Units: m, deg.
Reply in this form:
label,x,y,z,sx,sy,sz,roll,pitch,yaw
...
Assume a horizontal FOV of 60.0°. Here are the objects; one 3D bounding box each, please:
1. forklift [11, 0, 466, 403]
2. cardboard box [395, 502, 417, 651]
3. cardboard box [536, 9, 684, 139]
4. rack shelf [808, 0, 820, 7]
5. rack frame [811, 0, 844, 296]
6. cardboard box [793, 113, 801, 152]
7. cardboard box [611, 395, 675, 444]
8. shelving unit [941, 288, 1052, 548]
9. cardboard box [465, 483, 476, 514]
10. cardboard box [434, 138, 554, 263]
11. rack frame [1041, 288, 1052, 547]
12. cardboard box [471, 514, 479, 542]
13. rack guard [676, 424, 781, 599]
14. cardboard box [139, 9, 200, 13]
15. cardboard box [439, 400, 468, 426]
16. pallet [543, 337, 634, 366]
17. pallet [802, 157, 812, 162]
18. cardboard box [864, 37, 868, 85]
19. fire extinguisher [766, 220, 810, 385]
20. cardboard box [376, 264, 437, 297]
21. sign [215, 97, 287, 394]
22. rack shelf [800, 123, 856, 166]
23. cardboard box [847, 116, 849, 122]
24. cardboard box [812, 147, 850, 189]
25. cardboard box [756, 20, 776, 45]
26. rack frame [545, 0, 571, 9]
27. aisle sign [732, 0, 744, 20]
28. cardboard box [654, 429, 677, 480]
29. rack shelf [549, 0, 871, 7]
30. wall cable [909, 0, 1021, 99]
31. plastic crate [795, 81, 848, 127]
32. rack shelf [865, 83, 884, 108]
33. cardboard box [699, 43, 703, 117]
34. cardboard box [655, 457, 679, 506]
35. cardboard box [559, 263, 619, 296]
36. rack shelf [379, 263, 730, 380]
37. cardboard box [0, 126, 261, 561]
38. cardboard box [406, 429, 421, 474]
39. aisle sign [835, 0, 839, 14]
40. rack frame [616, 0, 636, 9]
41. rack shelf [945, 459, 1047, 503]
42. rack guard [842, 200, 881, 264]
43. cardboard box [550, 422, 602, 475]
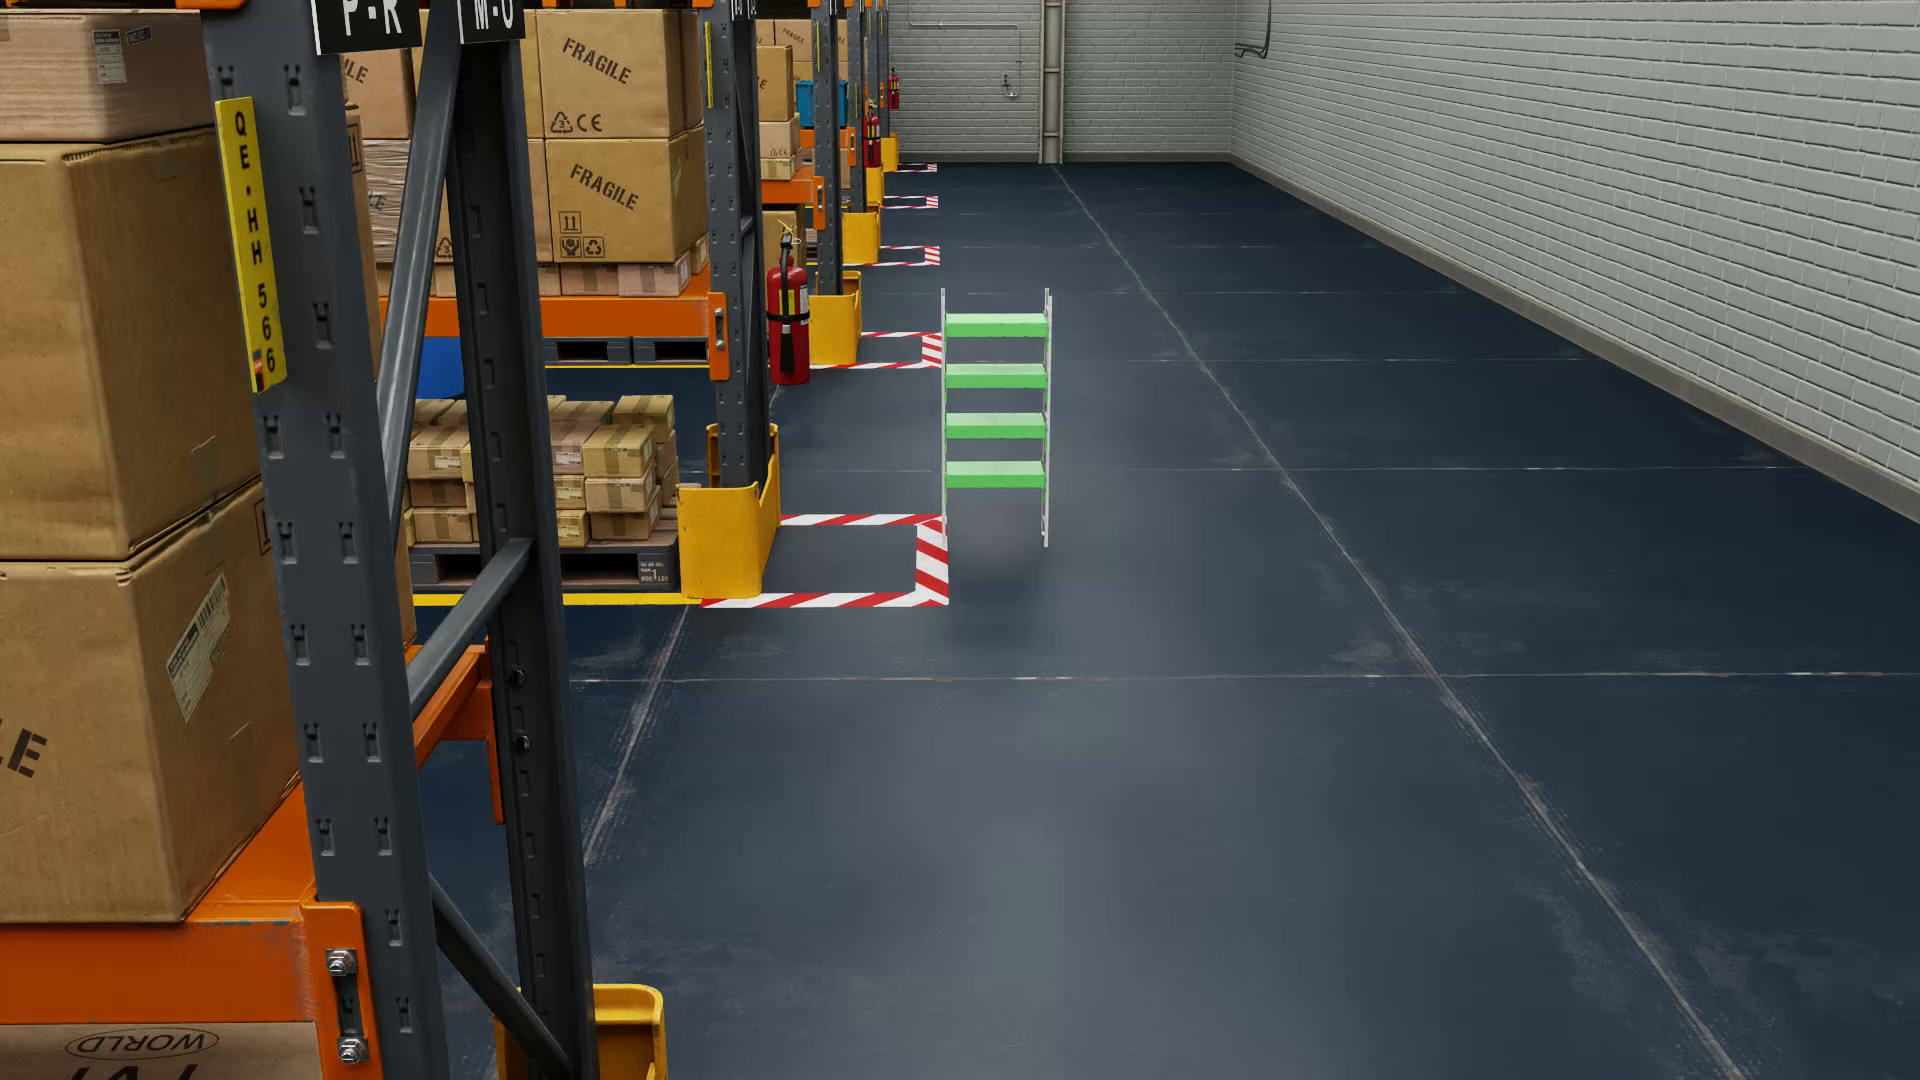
label,x,y,z,sx,sy,sz,roll,pitch,yaw
forklift,-3.777,-1.620,8.300,1.130,2.935,3.031,5,19,17
cardboard box,-1.287,0.029,2.884,0.500,0.500,0.500,0,18,-1
cardboard box,-1.435,-1.937,6.887,0.500,0.500,0.500,-1,18,-2
rack shelf,-2.959,-3.941,11.690,4.000,0.370,1.077,0,18,-1
rack frame,-0.959,-2.865,12.068,0.127,3.000,1.000,0,18,-1
cardboard box,-1.443,-3.015,12.295,0.500,0.250,0.500,-1,18,-2
cardboard box,-1.511,-0.577,7.940,0.250,0.149,0.380,-1,18,-3
shelving unit,0.166,-0.572,7.867,0.503,1.200,0.258,0,18,-1
cardboard box,-2.025,-0.241,7.381,0.250,0.149,0.380,-1,18,-3
cardboard box,-1.942,-1.457,7.029,0.500,0.500,0.500,-1,18,-2
rack frame,0.410,-0.573,7.870,0.015,1.200,0.240,0,18,-1
cardboard box,-2.026,-0.119,7.487,0.250,0.149,0.380,0,18,-1
rack guard,-1.058,-0.159,7.725,0.348,0.500,1.175,0,18,-1
cardboard box,-2.991,-1.926,6.852,0.500,0.500,0.500,-1,18,-3
cardboard box,-2.285,-0.550,7.857,0.250,0.149,0.380,-1,18,-4
pallet,-2.974,-1.504,12.392,1.213,0.211,1.003,0,18,-1
pallet,-1.992,-6.048,26.556,1.213,0.211,1.003,0,18,-1
cardboard box,-1.703,-7.541,26.153,0.700,0.700,0.980,1,18,2
fire extinguisher,-0.723,-0.996,6.977,0.183,0.674,0.296,0,18,-1
cardboard box,-2.322,-1.146,7.121,0.250,0.149,0.380,-1,18,-3
sign,-0.808,-0.337,1.903,0.005,0.325,0.100,0,18,-1
rack shelf,-3.037,-4.026,16.864,4.000,0.370,1.077,0,18,-1
cardboard box,-1.770,-6.750,26.521,0.250,0.149,0.380,0,18,0
cardboard box,-1.651,-4.832,21.572,0.500,0.500,0.500,0,18,-1
cardboard box,-2.576,-6.322,21.043,0.500,0.500,0.500,0,18,1
rack frame,-5.111,-5.871,21.440,0.127,3.000,1.000,0,18,-1
aisle sign,-0.904,-2.496,6.663,0.004,0.787,0.394,0,18,-1
cardboard box,-1.510,-0.410,7.907,0.250,0.149,0.380,0,18,1
rack shelf,-3.111,-6.967,21.121,4.000,0.370,1.077,0,18,-1
wall cable,0.072,-8.182,26.981,1.851,1.984,0.084,0,18,-1
plastic crate,-1.369,-4.364,16.586,0.499,0.435,0.616,0,18,-1
rack shelf,-3.193,-7.051,26.296,4.000,0.370,1.077,0,18,-1
cardboard box,-1.943,-3.370,12.173,0.500,0.500,0.500,-1,18,-2
cardboard box,-1.511,-0.287,8.012,0.250,0.149,0.380,0,18,0
cardboard box,-1.553,-1.152,7.141,0.250,0.149,0.380,0,18,-1
rack shelf,-2.981,-0.997,7.424,4.000,0.370,1.077,0,18,-1
cardboard box,-1.281,-0.287,2.231,0.500,0.500,0.500,0,18,1
cardboard box,-2.544,-0.372,7.301,0.250,0.149,0.380,0,18,1
aisle sign,-0.892,-4.195,11.958,0.004,0.787,0.394,0,18,-1
rack frame,-5.193,-7.384,26.156,0.127,3.000,1.000,0,18,-1
rack shelf,0.166,-0.283,7.960,0.480,0.148,0.258,0,18,-1
rack guard,-1.013,-3.192,17.178,0.348,0.500,1.175,0,18,-1
cardboard box,-1.759,-0.412,7.426,0.250,0.149,0.380,0,18,0
